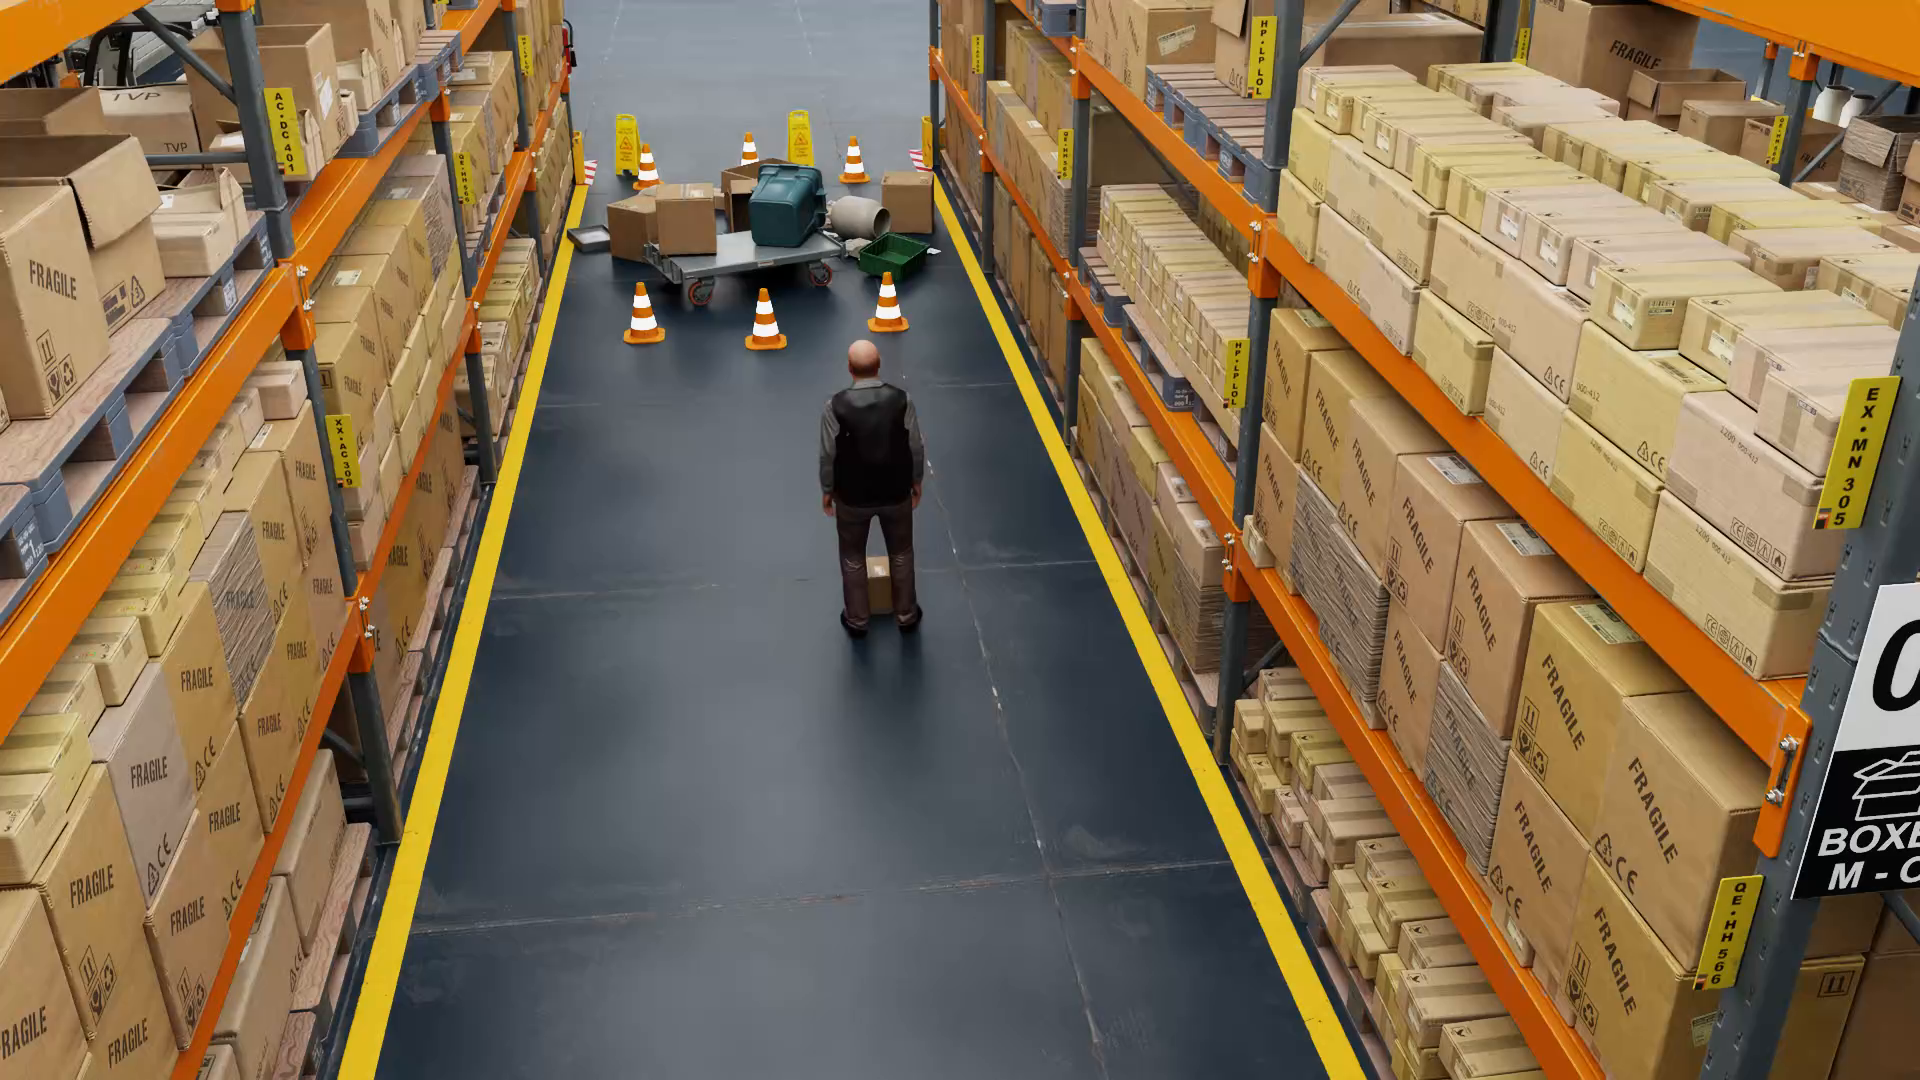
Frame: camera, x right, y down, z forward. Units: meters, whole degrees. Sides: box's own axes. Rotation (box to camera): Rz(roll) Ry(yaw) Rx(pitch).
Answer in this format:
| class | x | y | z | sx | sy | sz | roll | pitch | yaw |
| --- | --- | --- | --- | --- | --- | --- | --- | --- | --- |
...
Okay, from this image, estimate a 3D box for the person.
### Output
| class | x | y | z | sx | sy | sz | roll | pitch | yaw |
| --- | --- | --- | --- | --- | --- | --- | --- | --- | --- |
| person | -0.481 | -0.257 | 9.151 | 0.579 | 1.719 | 0.422 | -5 | 27 | -9 |
